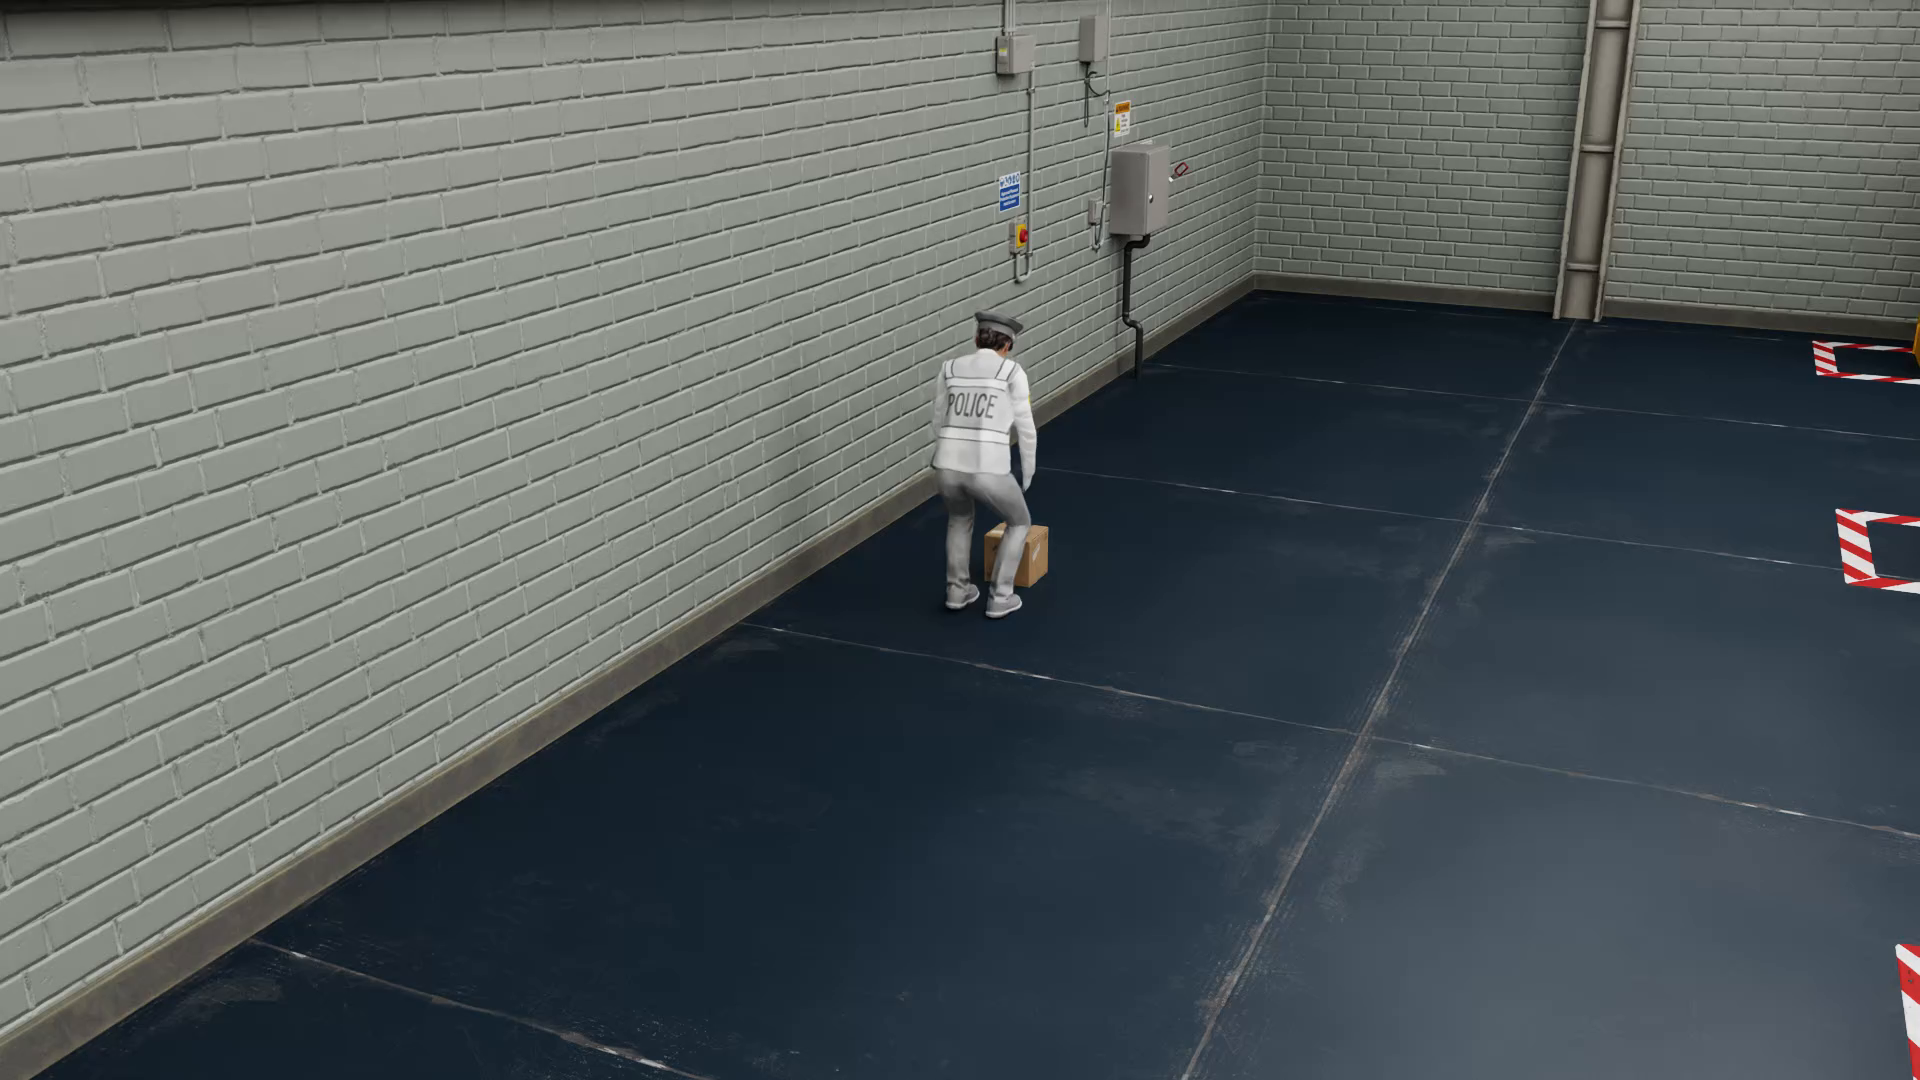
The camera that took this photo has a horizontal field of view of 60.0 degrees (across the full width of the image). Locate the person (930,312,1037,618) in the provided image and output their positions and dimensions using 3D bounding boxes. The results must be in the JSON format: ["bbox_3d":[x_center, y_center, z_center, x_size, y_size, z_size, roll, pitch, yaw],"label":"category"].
[{"bbox_3d":[0.097,-0.361,7.977,0.534,1.429,0.673,9,21,23],"label":"person"}]
